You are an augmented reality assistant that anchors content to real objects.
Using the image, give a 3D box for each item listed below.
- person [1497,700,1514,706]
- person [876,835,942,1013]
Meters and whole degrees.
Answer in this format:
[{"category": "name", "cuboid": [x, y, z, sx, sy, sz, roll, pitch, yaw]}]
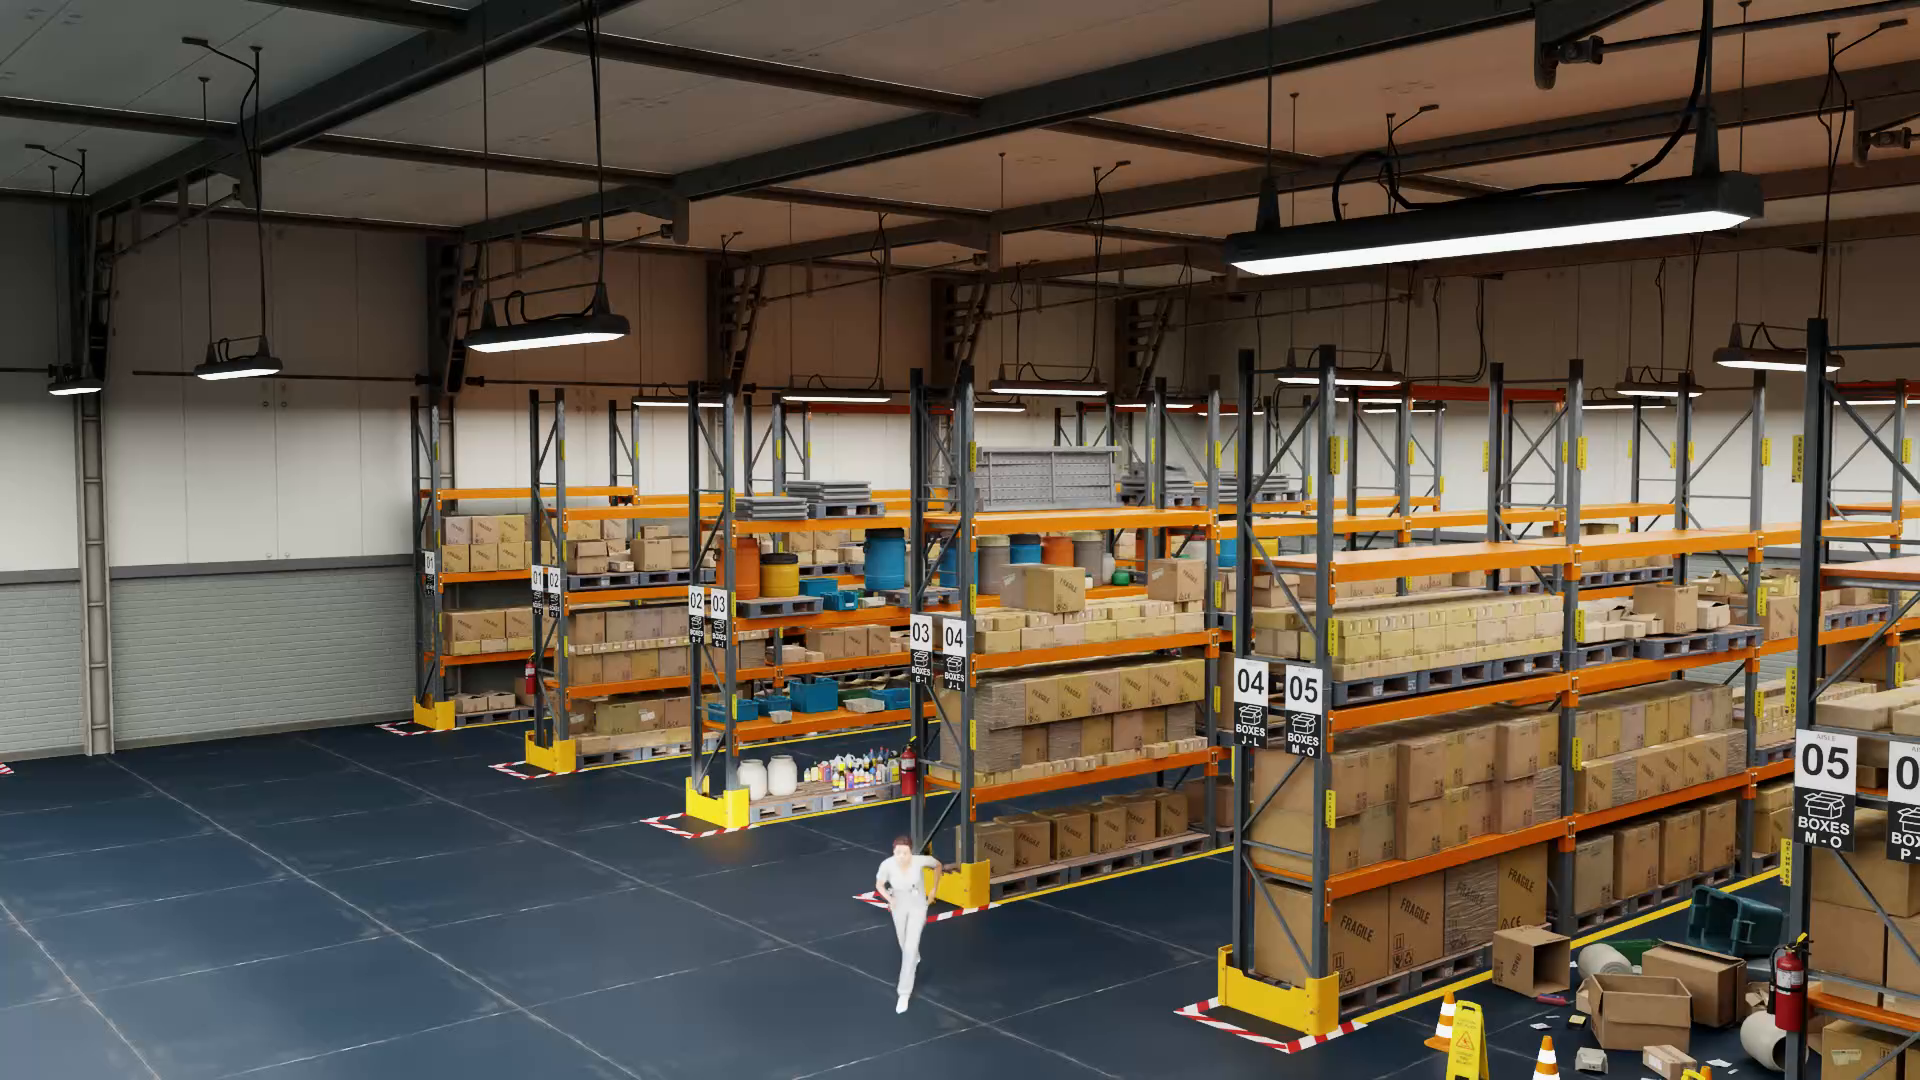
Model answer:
[{"category": "person", "cuboid": [7.789, 2.989, 23.542, 0.689, 1.619, 0.608, -3, 4, -37]}, {"category": "person", "cuboid": [-0.466, 3.475, 15.497, 0.605, 1.627, 0.974, 0, 3, 4]}]
